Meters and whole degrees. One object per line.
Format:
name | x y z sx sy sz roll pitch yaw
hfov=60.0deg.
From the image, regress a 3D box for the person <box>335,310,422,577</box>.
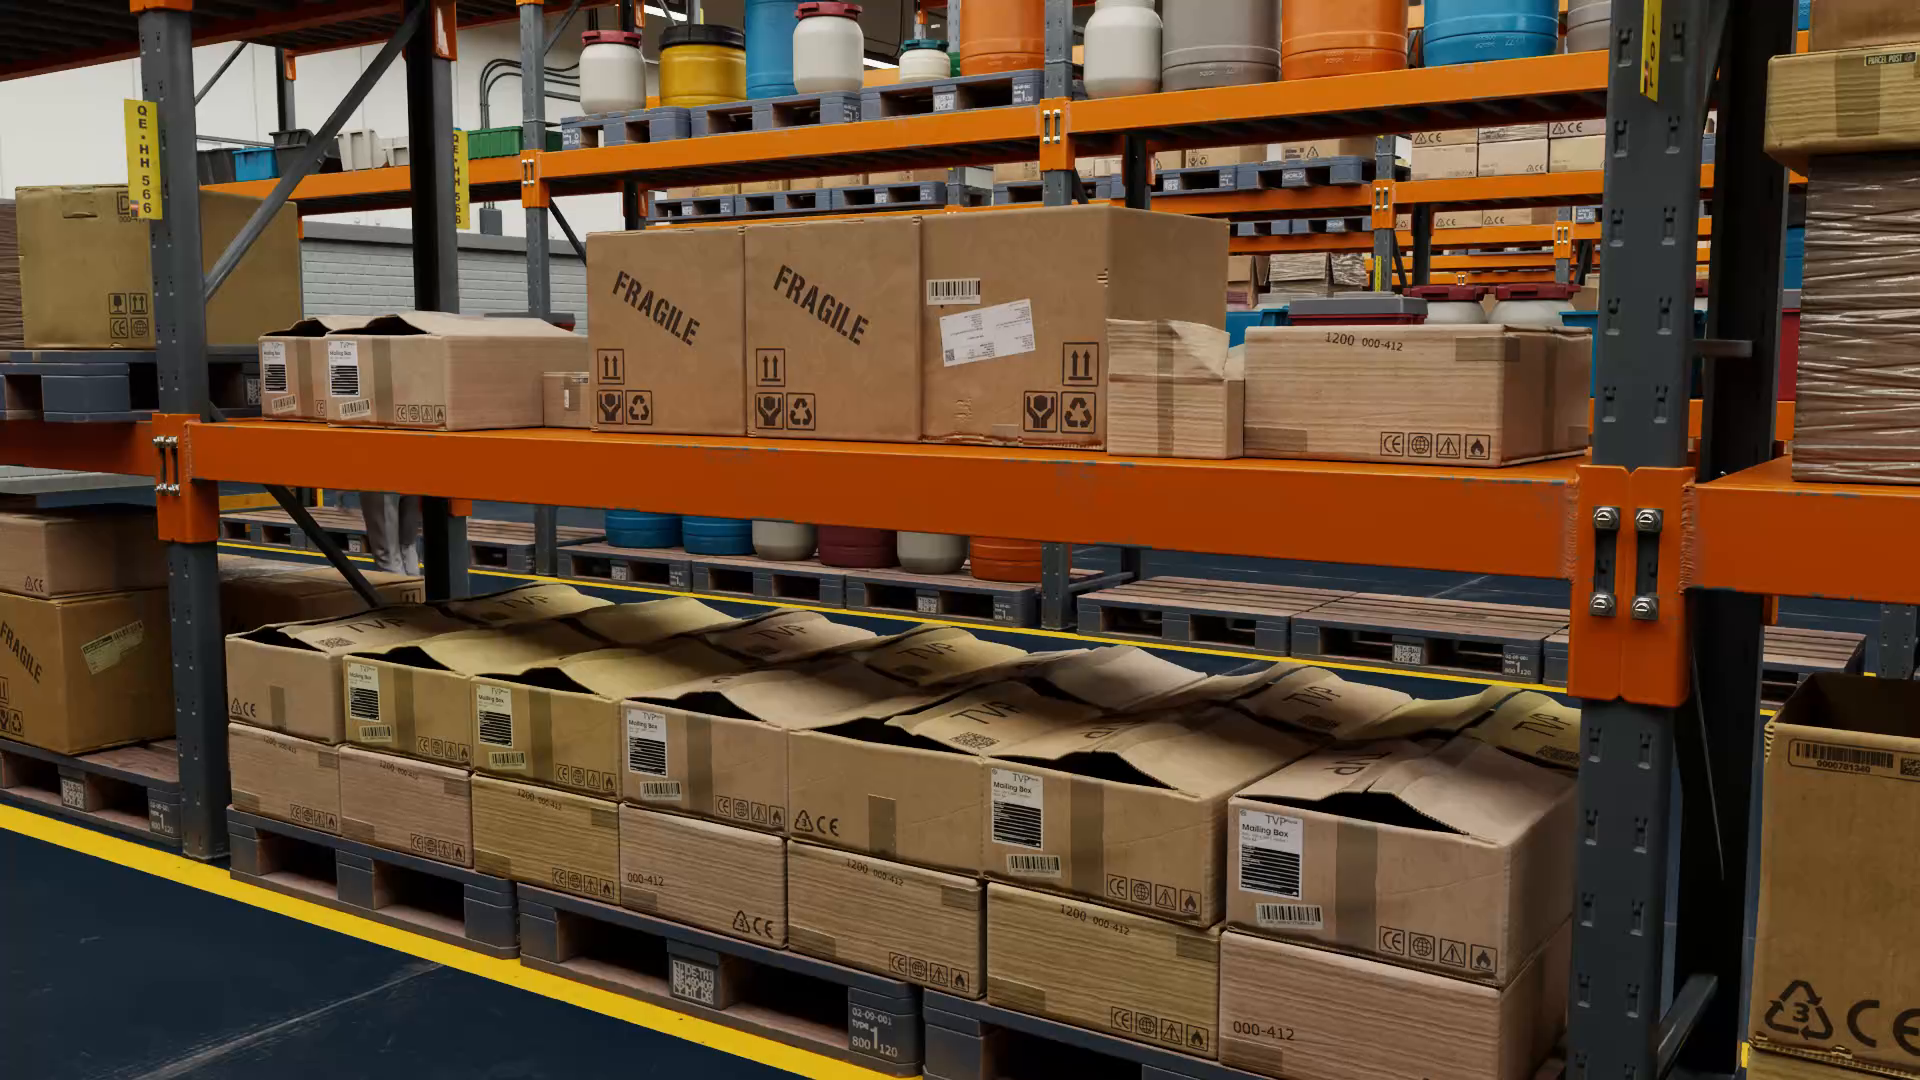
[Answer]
person | -2.771 -0.243 8.127 0.493 1.744 0.496 -6 9 -43
